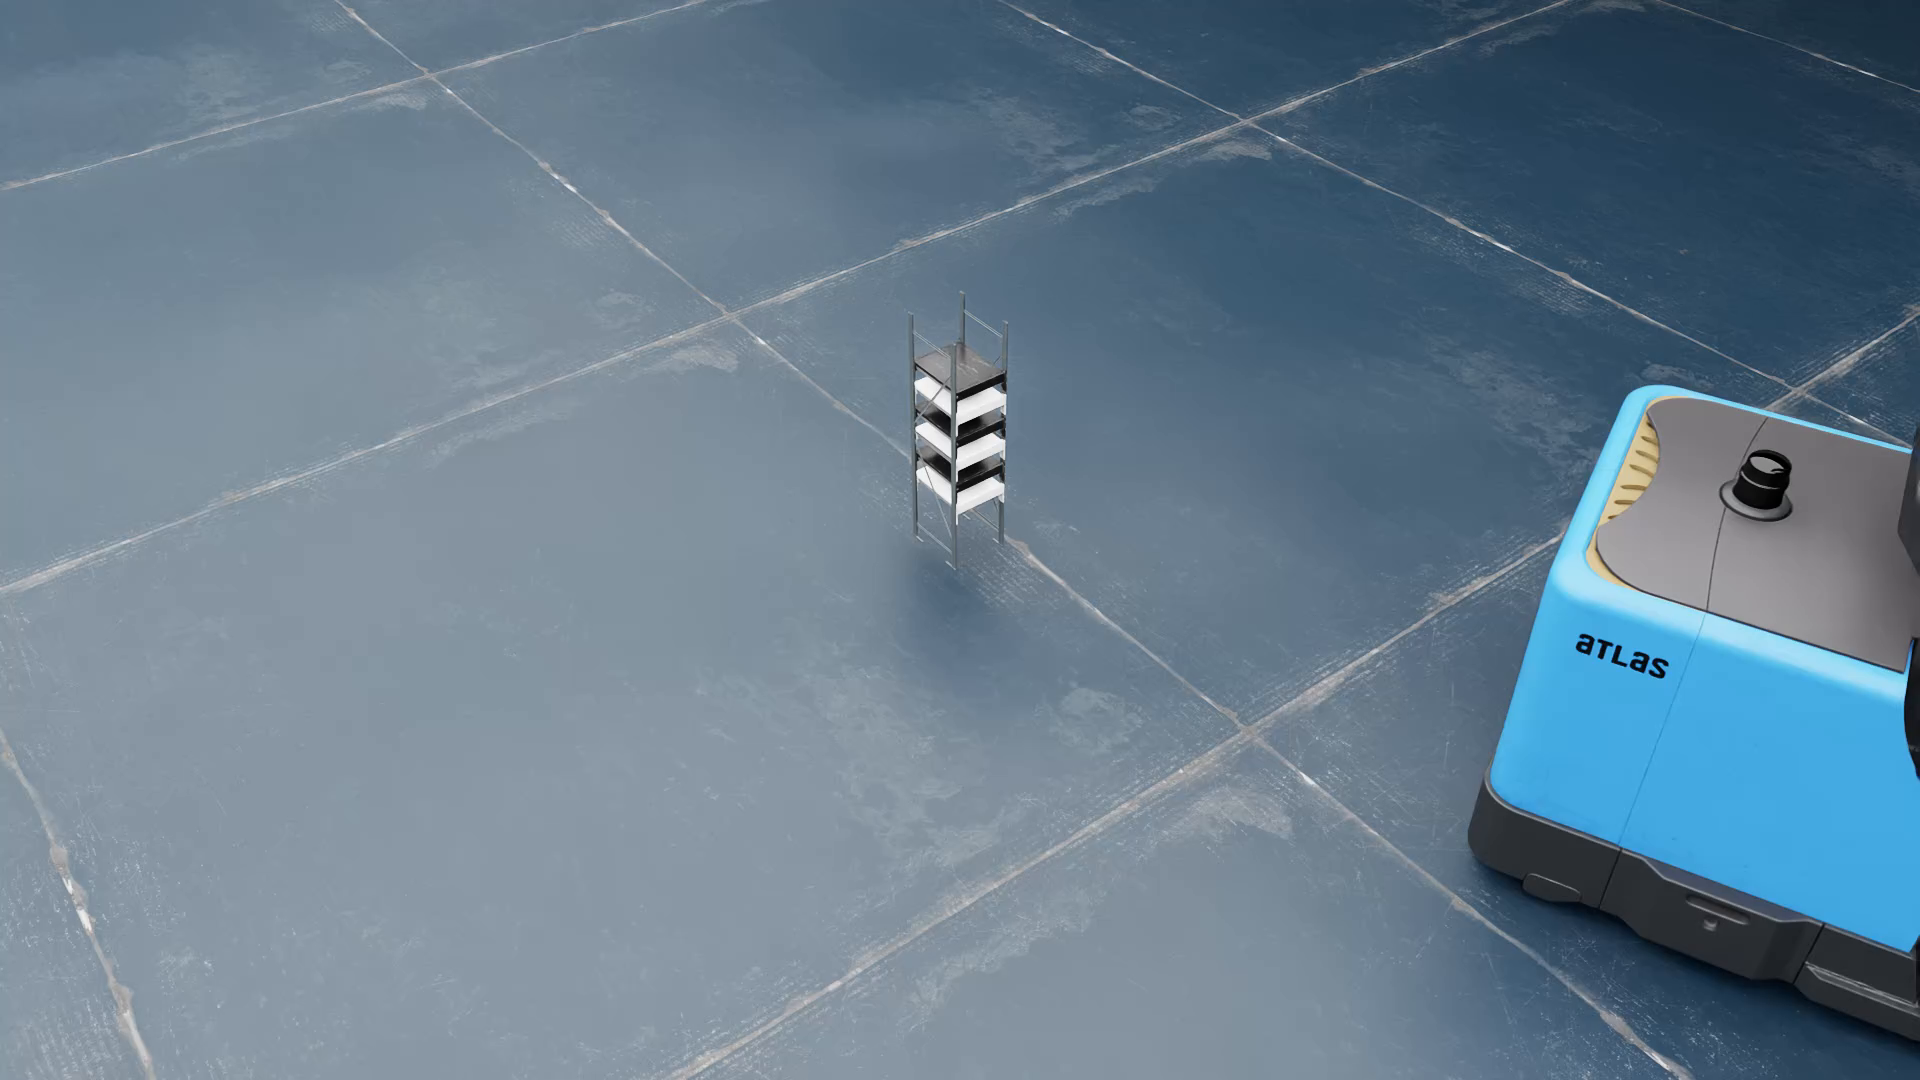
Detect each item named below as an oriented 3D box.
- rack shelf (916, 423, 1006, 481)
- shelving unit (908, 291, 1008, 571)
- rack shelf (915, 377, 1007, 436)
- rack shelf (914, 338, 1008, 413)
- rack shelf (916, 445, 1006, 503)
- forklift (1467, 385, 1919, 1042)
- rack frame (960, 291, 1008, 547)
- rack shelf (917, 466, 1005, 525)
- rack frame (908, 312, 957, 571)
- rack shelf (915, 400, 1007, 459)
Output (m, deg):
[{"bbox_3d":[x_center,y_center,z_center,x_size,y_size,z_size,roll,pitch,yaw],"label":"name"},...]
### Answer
[{"bbox_3d":[-0.006,-0.319,5.482,0.200,0.077,0.258,-26,46,-28],"label":"rack shelf"},{"bbox_3d":[-0.006,-0.345,5.461,0.210,0.900,0.258,-26,46,-28],"label":"shelving unit"},{"bbox_3d":[-0.006,-0.458,5.368,0.200,0.077,0.258,-26,46,-28],"label":"rack shelf"},{"bbox_3d":[-0.006,-0.528,5.311,0.200,0.077,0.258,-26,46,-28],"label":"rack shelf"},{"bbox_3d":[-0.006,-0.249,5.539,0.200,0.077,0.258,-26,46,-28],"label":"rack shelf"},{"bbox_3d":[2.949,-0.032,3.478,3.031,2.935,1.130,19,43,22],"label":"forklift"},{"bbox_3d":[0.074,-0.384,5.509,0.006,0.900,0.240,-26,46,-28],"label":"rack frame"},{"bbox_3d":[-0.006,-0.180,5.596,0.200,0.077,0.258,-26,46,-28],"label":"rack shelf"},{"bbox_3d":[-0.087,-0.305,5.413,0.006,0.900,0.240,-26,46,-28],"label":"rack frame"},{"bbox_3d":[-0.006,-0.389,5.425,0.200,0.077,0.258,-26,46,-28],"label":"rack shelf"}]
